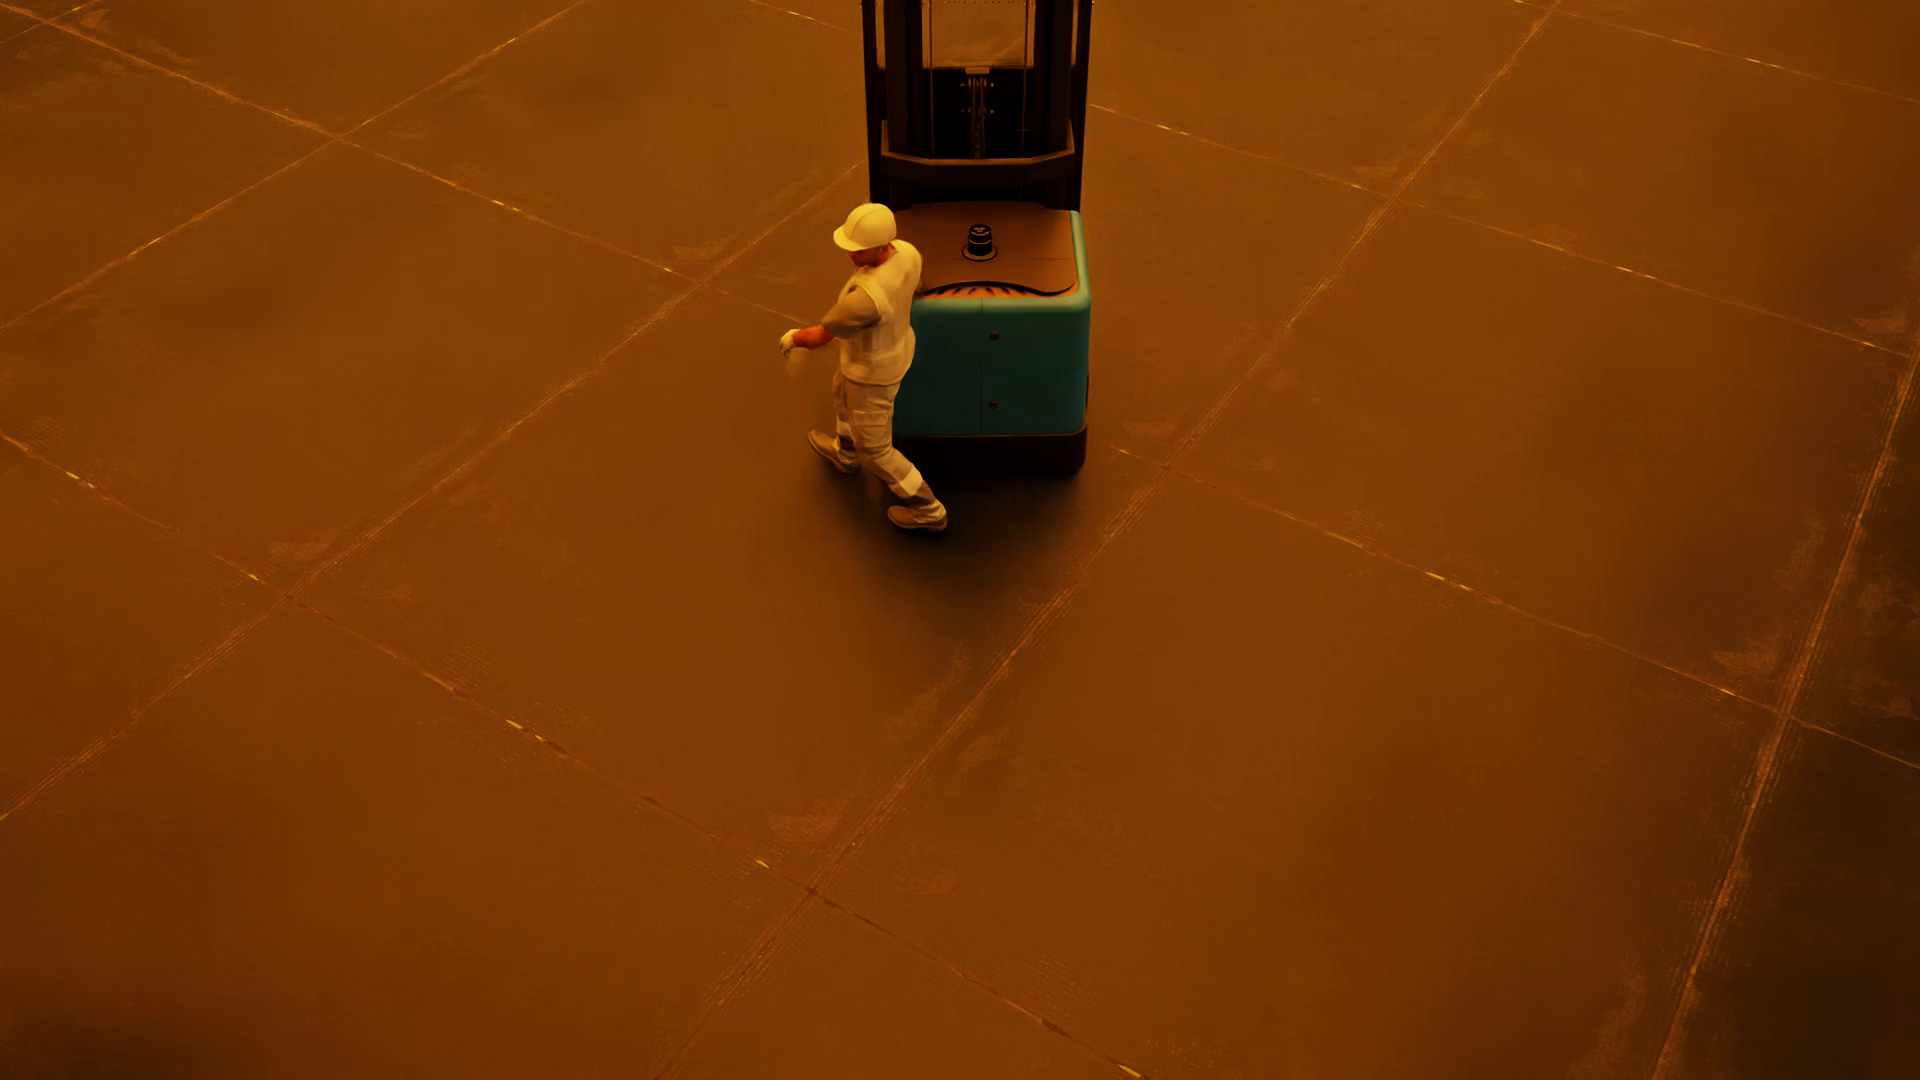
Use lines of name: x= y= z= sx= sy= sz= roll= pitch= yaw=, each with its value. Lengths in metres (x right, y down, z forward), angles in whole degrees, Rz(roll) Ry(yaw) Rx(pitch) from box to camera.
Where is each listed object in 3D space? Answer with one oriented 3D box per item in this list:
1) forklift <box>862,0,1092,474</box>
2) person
forklift: x=0.074 y=-2.381 z=8.360 sx=1.130 sy=2.935 sz=3.031 roll=-1 pitch=43 yaw=-1
person: x=-0.408 y=-0.861 z=7.648 sx=0.832 sy=1.730 sz=0.704 roll=11 pitch=45 yaw=11
